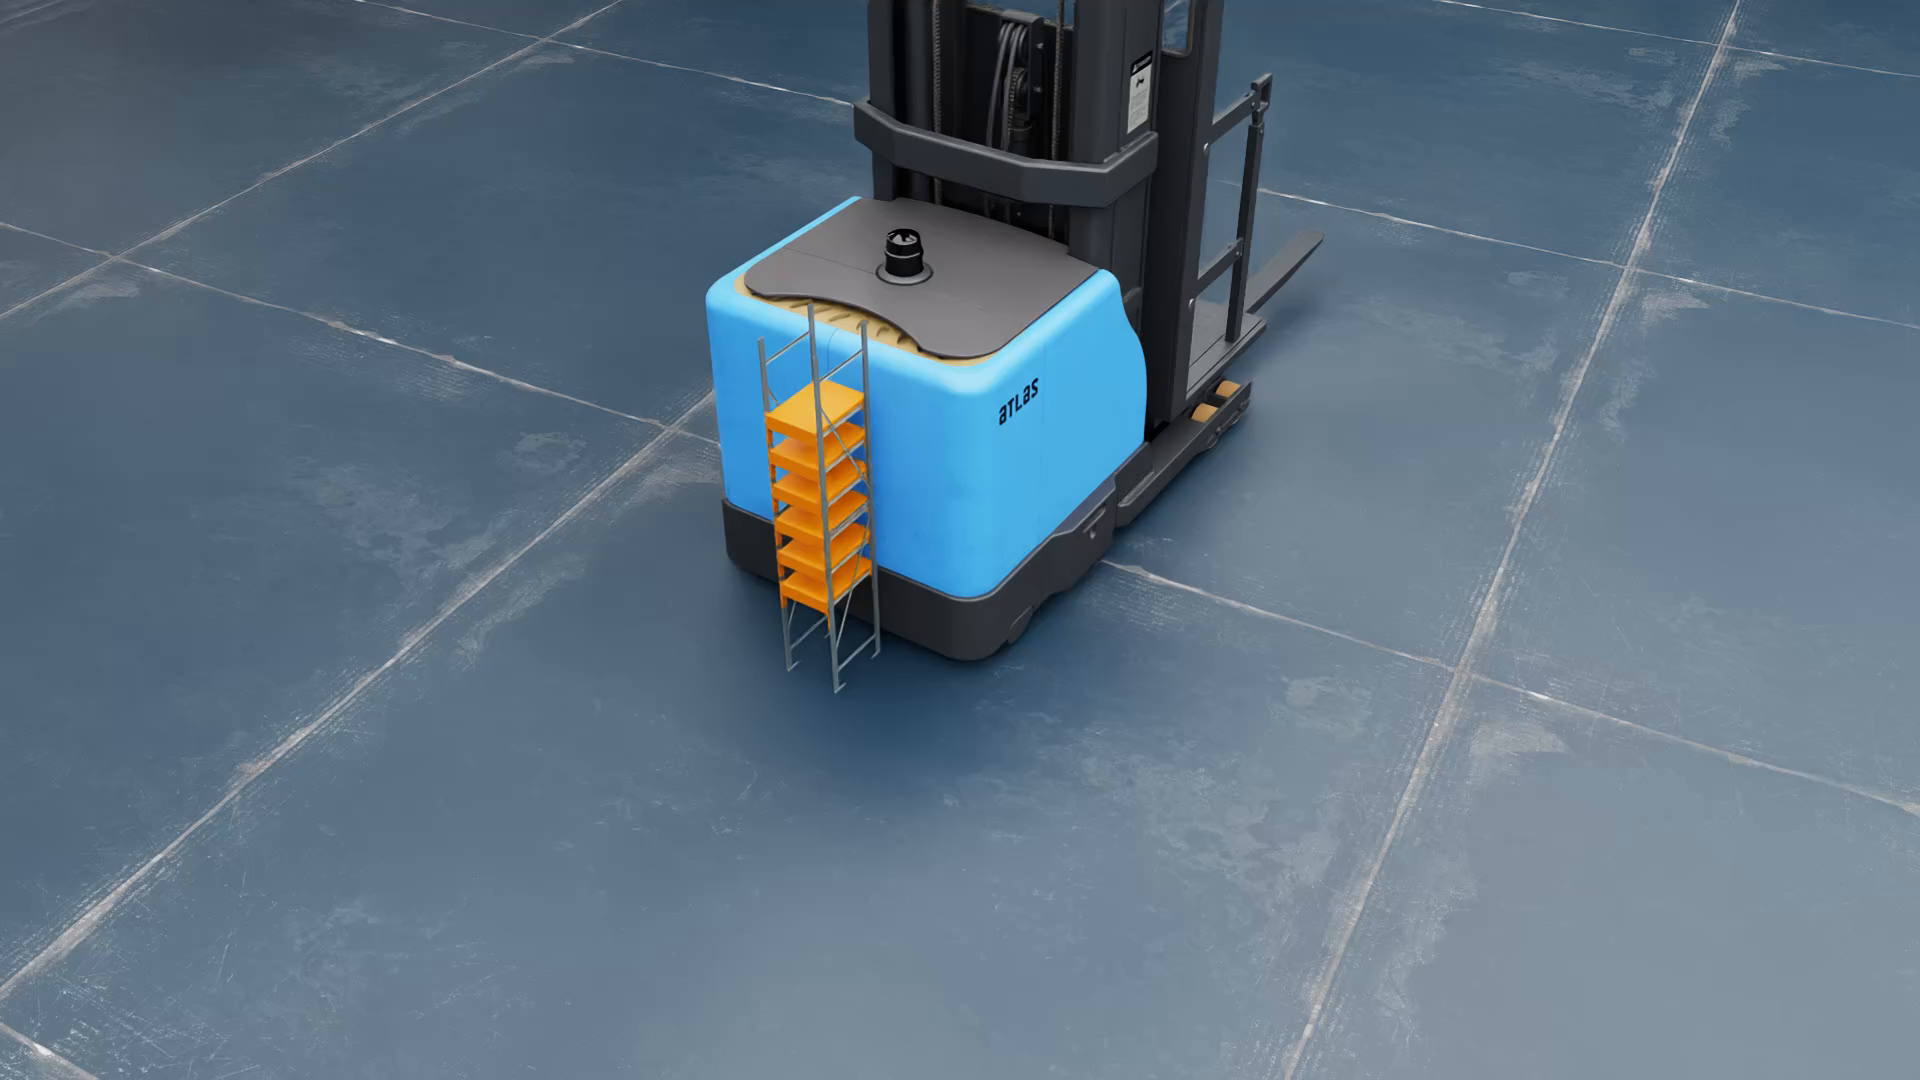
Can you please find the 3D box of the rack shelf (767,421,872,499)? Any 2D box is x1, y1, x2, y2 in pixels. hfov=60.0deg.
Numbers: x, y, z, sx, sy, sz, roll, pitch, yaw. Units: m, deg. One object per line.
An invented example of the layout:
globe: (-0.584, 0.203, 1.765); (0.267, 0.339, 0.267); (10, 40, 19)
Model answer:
rack shelf: (-0.399, -0.249, 4.760); (0.180, 0.103, 0.258); (22, 43, 26)

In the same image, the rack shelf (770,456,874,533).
rack shelf: (-0.399, -0.153, 4.833); (0.180, 0.103, 0.258); (22, 43, 26)

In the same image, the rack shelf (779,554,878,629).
rack shelf: (-0.398, 0.133, 5.052); (0.180, 0.103, 0.258); (22, 43, 26)

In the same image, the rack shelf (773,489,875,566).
rack shelf: (-0.398, -0.058, 4.906); (0.180, 0.103, 0.258); (22, 43, 26)

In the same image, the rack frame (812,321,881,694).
rack frame: (-0.322, -0.063, 4.839); (0.006, 1.200, 0.240); (22, 43, 26)

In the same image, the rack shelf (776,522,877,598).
rack shelf: (-0.398, 0.037, 4.979); (0.180, 0.103, 0.258); (22, 43, 26)

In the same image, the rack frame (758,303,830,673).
rack frame: (-0.475, -0.124, 4.919); (0.006, 1.200, 0.240); (22, 43, 26)

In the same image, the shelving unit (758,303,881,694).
shelving unit: (-0.398, -0.093, 4.879); (0.189, 1.200, 0.258); (22, 43, 26)

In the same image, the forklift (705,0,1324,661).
forklift: (0.447, -1.651, 5.500); (1.130, 2.935, 3.031); (22, 42, 26)

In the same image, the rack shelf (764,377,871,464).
rack shelf: (-0.399, -0.344, 4.687); (0.180, 0.103, 0.258); (22, 43, 26)
